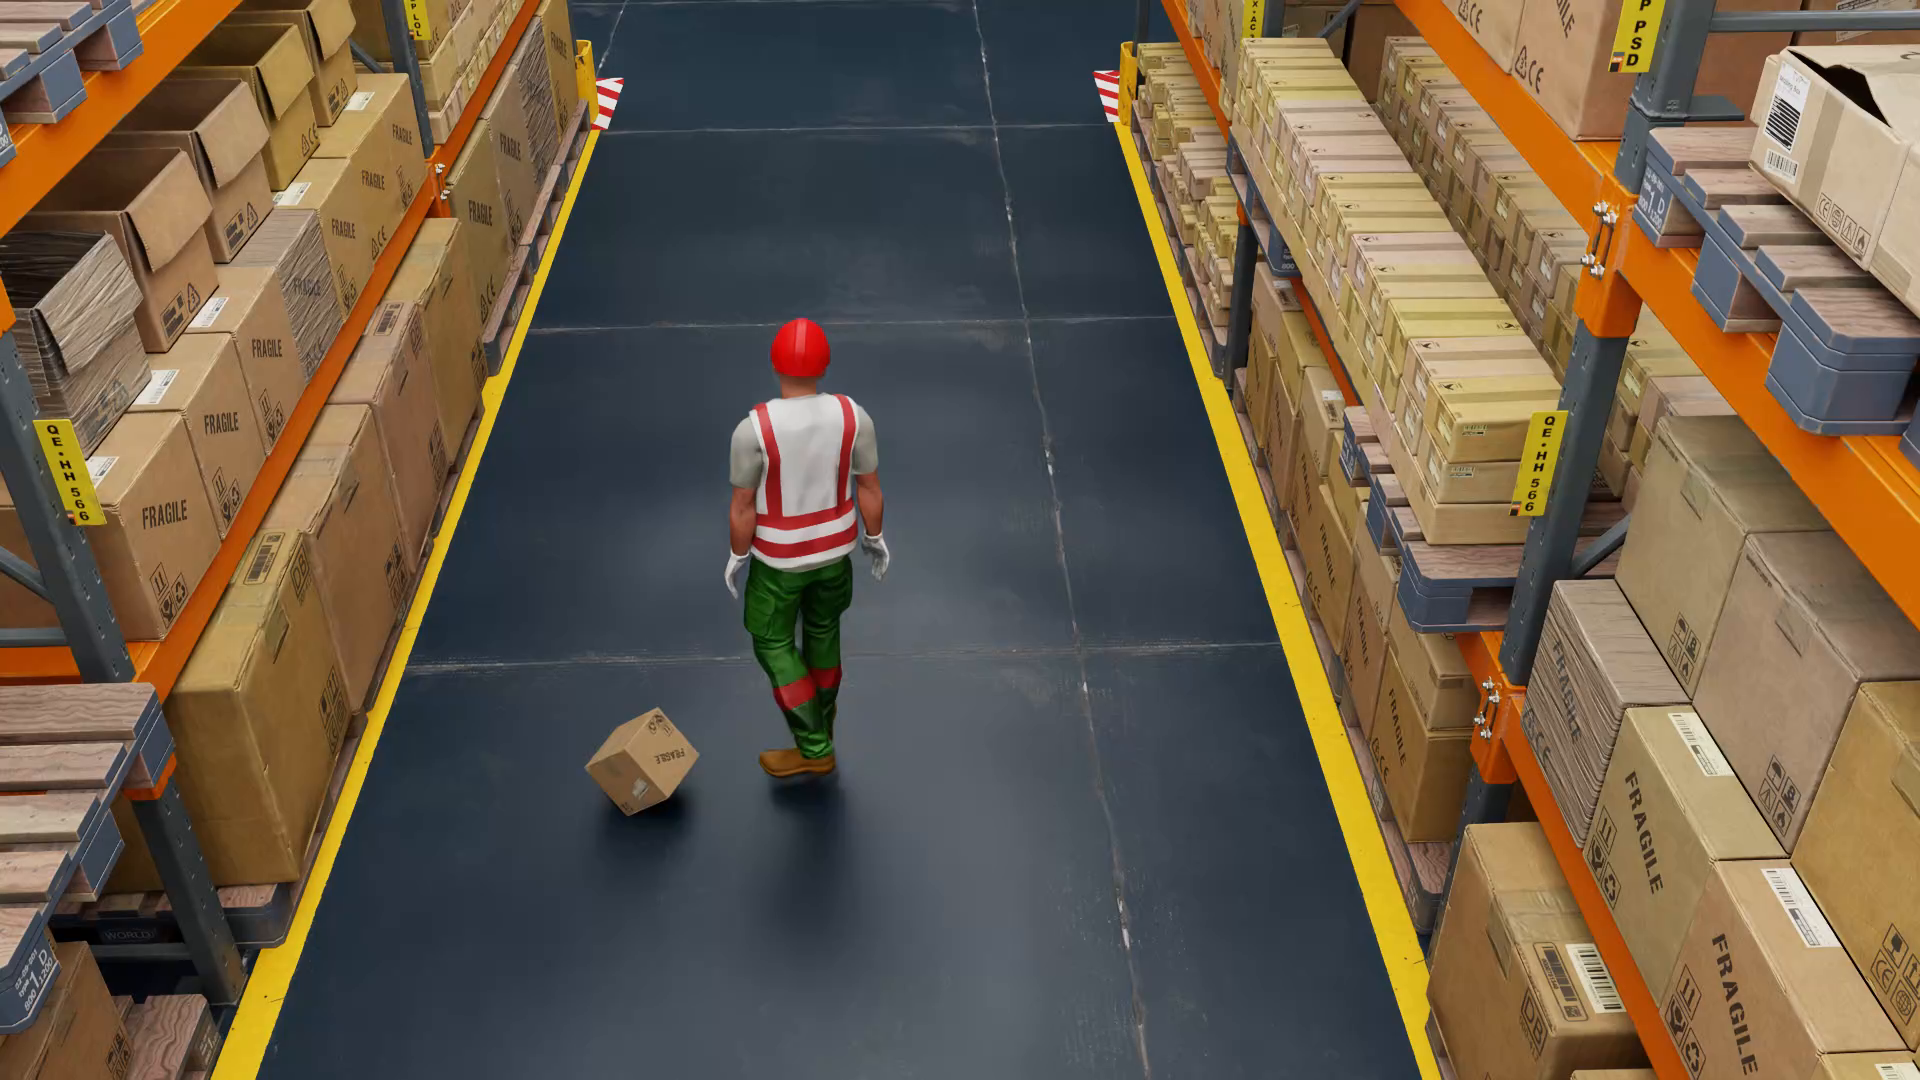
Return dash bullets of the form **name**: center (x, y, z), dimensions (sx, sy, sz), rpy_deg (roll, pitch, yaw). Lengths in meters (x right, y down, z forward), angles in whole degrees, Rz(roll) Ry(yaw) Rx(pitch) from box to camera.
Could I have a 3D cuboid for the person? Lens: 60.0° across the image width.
- **person**: center (-0.539, 0.071, 6.026), dimensions (0.612, 1.781, 0.577), rpy_deg (-14, 37, -19)
